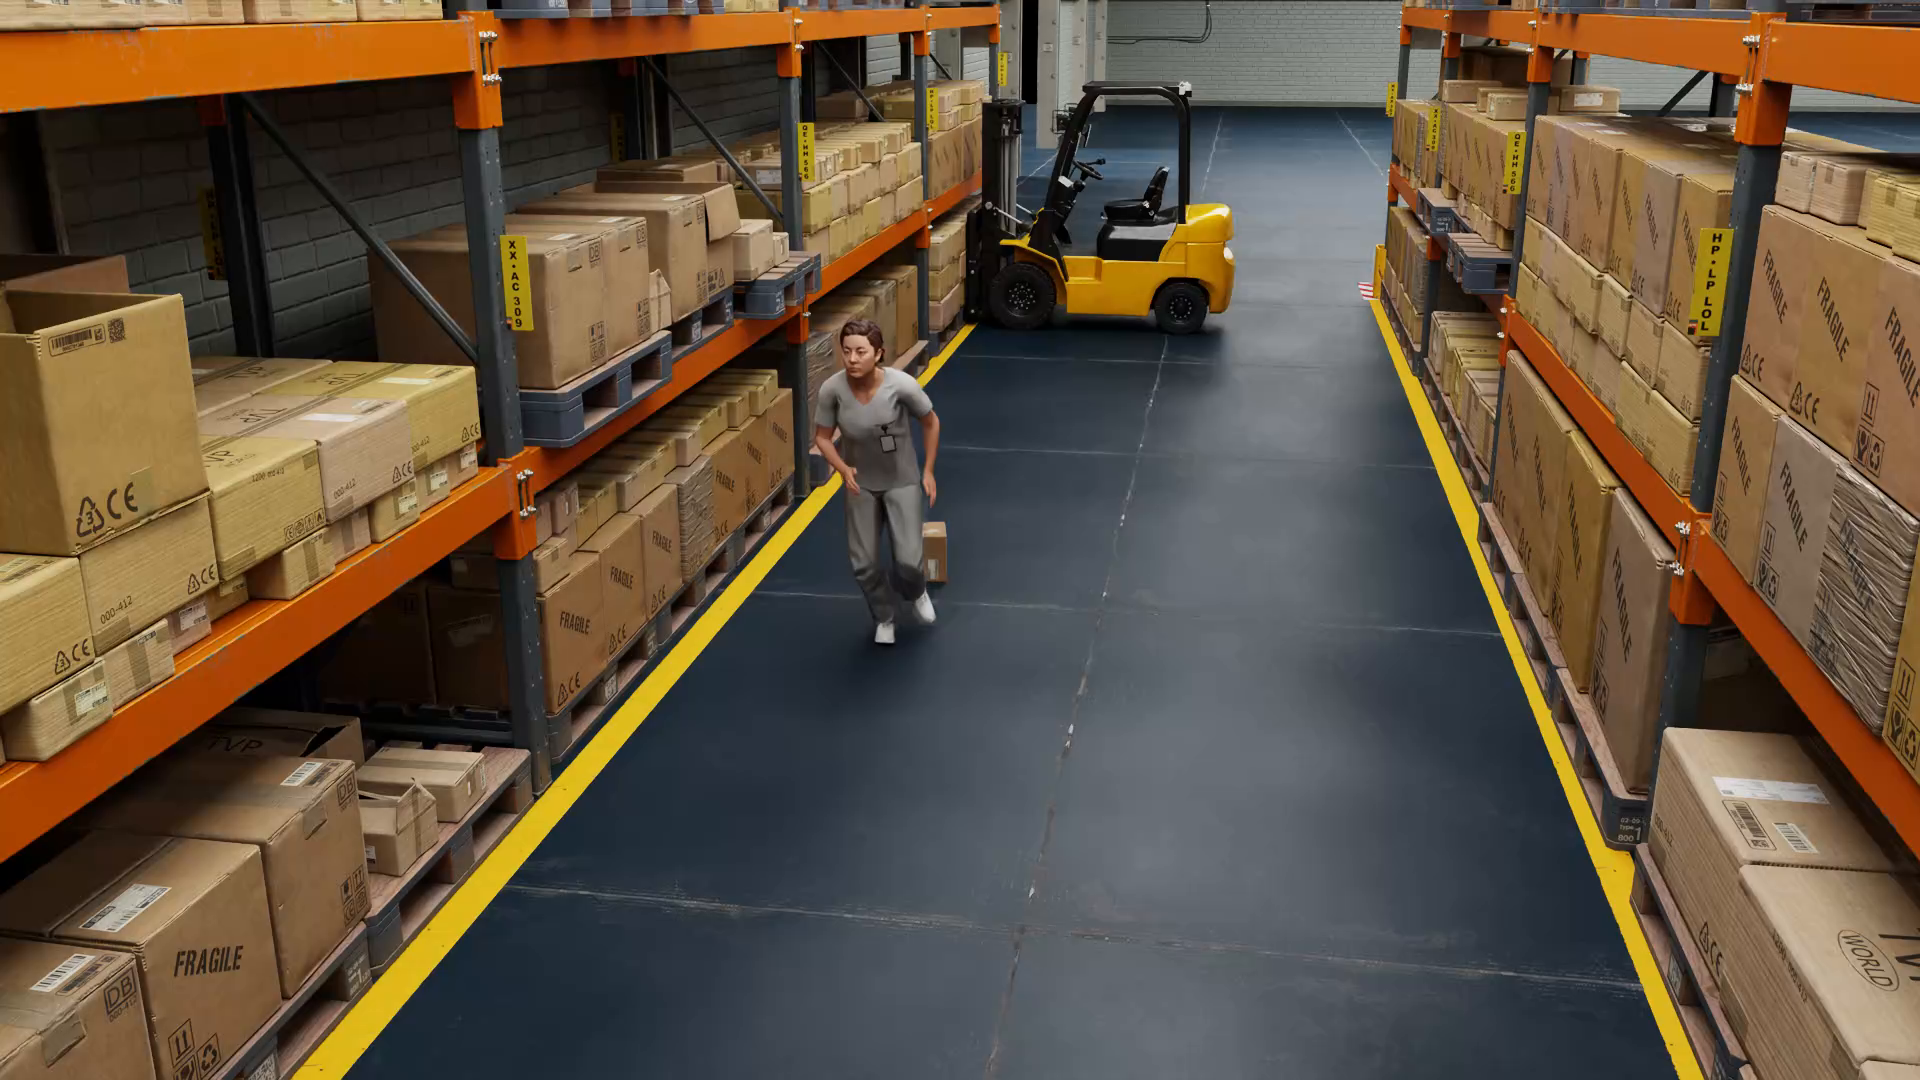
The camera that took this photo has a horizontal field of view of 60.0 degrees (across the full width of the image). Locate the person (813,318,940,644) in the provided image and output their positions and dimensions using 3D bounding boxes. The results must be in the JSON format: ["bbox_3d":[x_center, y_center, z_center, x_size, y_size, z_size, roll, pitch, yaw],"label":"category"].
[{"bbox_3d":[-0.363,-0.251,7.508,0.544,1.560,0.732,3,18,9],"label":"person"}]
